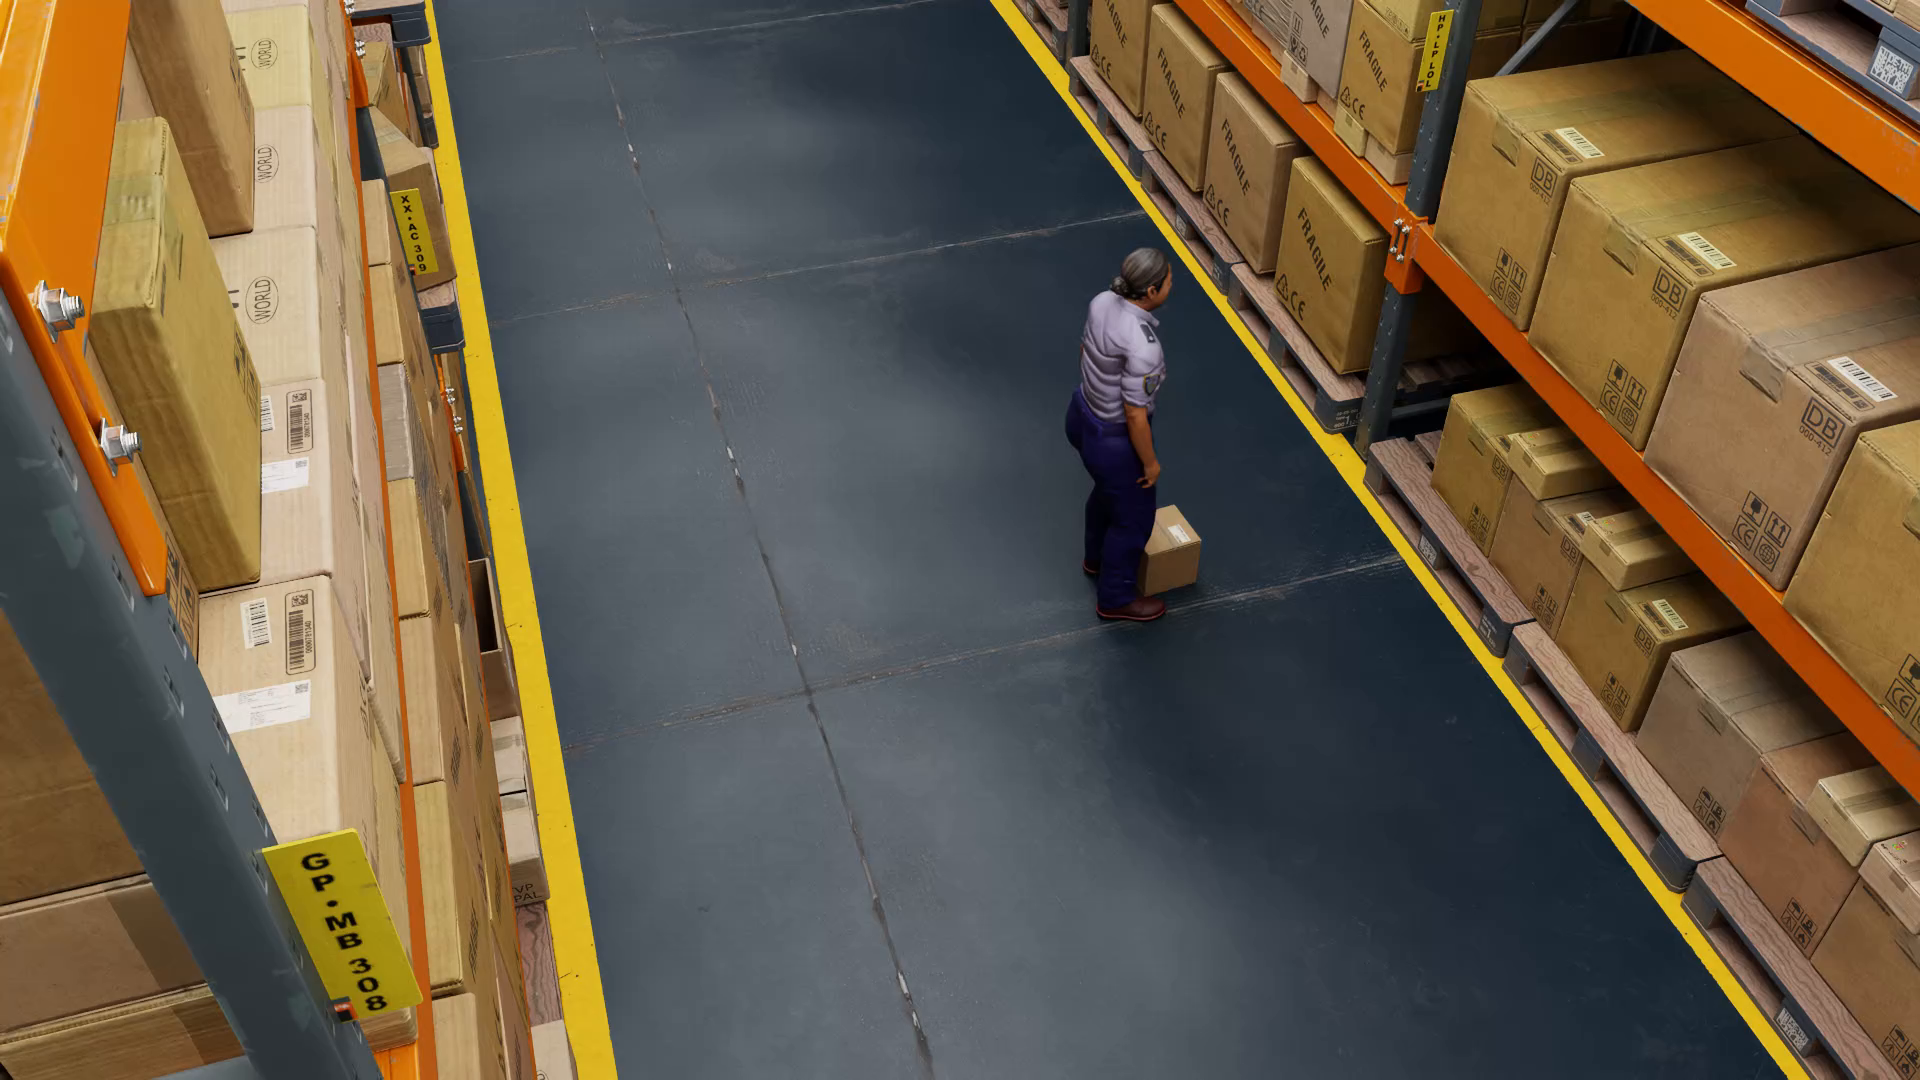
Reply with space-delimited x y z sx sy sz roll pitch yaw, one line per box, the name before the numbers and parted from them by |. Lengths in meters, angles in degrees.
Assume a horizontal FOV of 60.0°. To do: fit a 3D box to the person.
person | 0.656 -0.426 6.631 0.416 1.652 0.553 -13 44 -14
